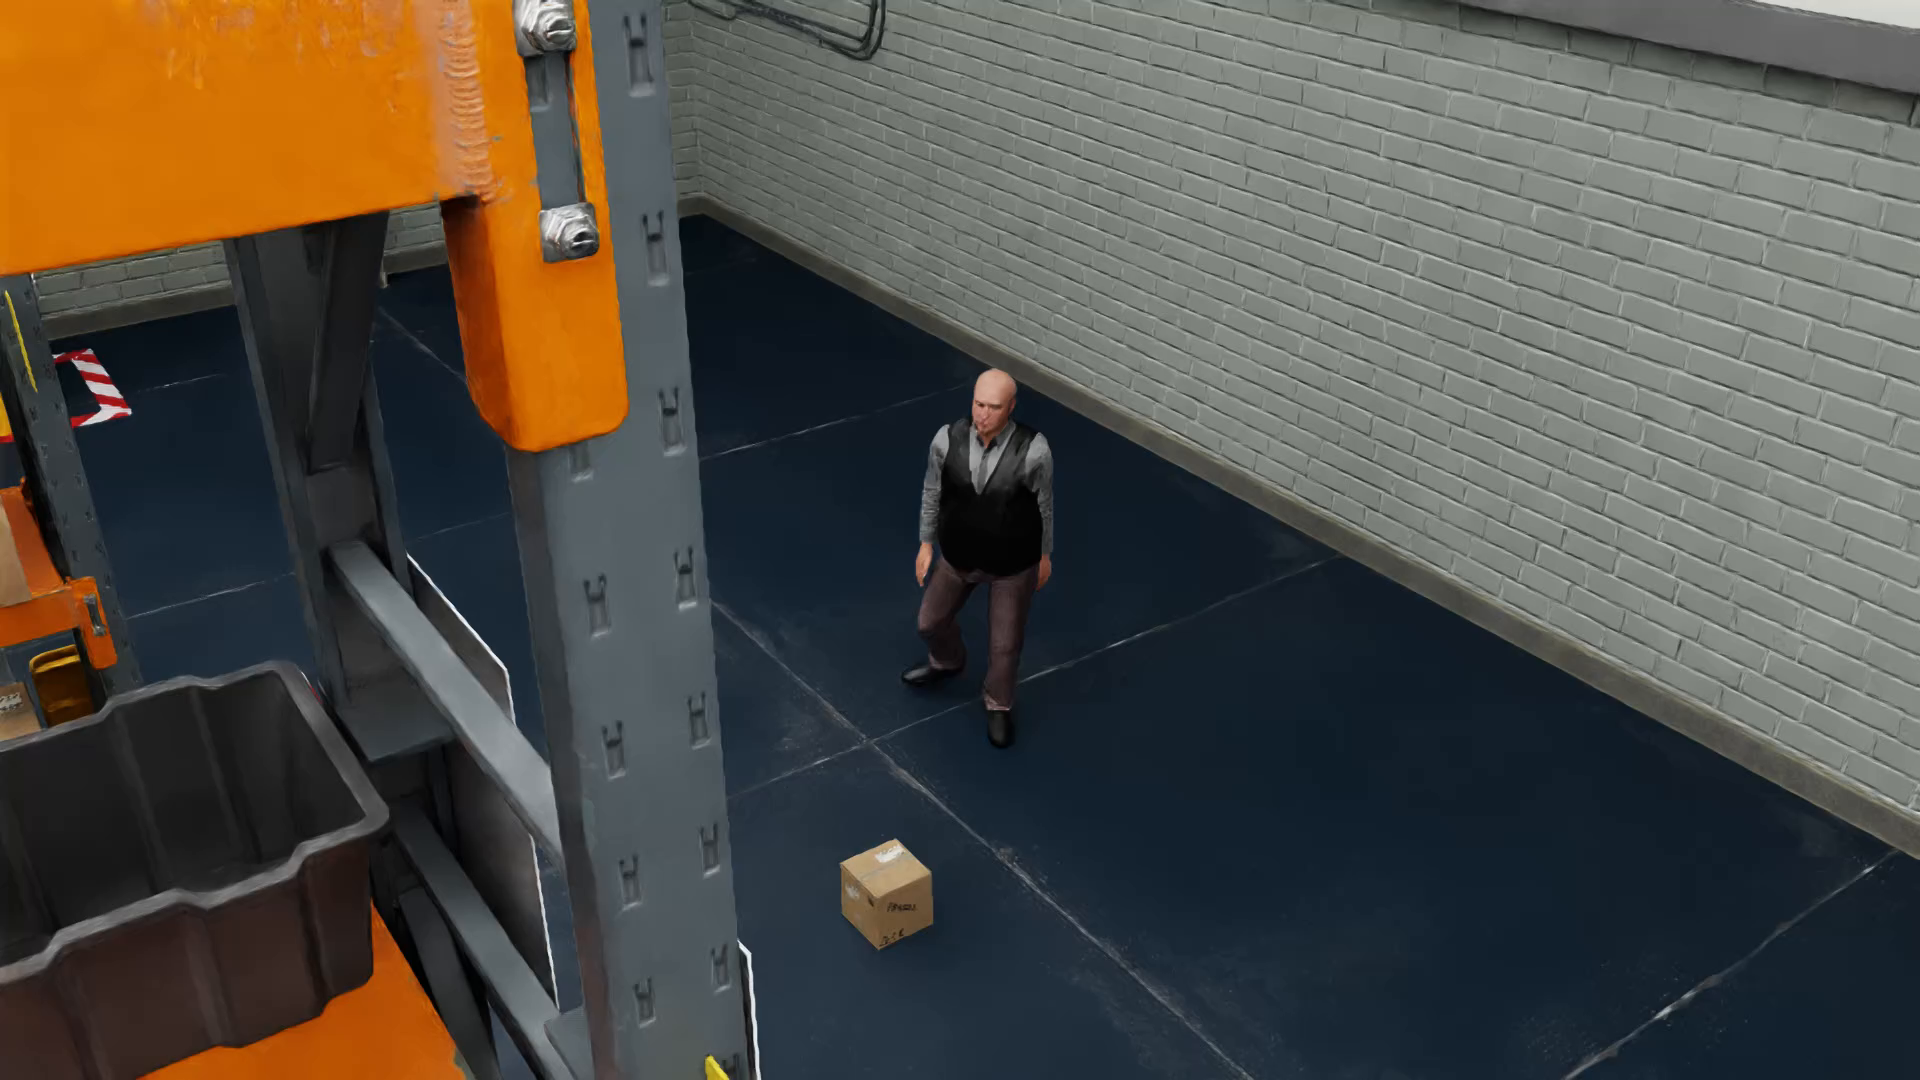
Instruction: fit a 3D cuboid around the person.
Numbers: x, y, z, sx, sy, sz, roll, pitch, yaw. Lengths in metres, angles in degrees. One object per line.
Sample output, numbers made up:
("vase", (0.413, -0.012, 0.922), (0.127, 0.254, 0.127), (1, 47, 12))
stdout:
("person", (0.042, 0.033, 7.087), (0.728, 1.714, 0.512), (9, 30, 17))
